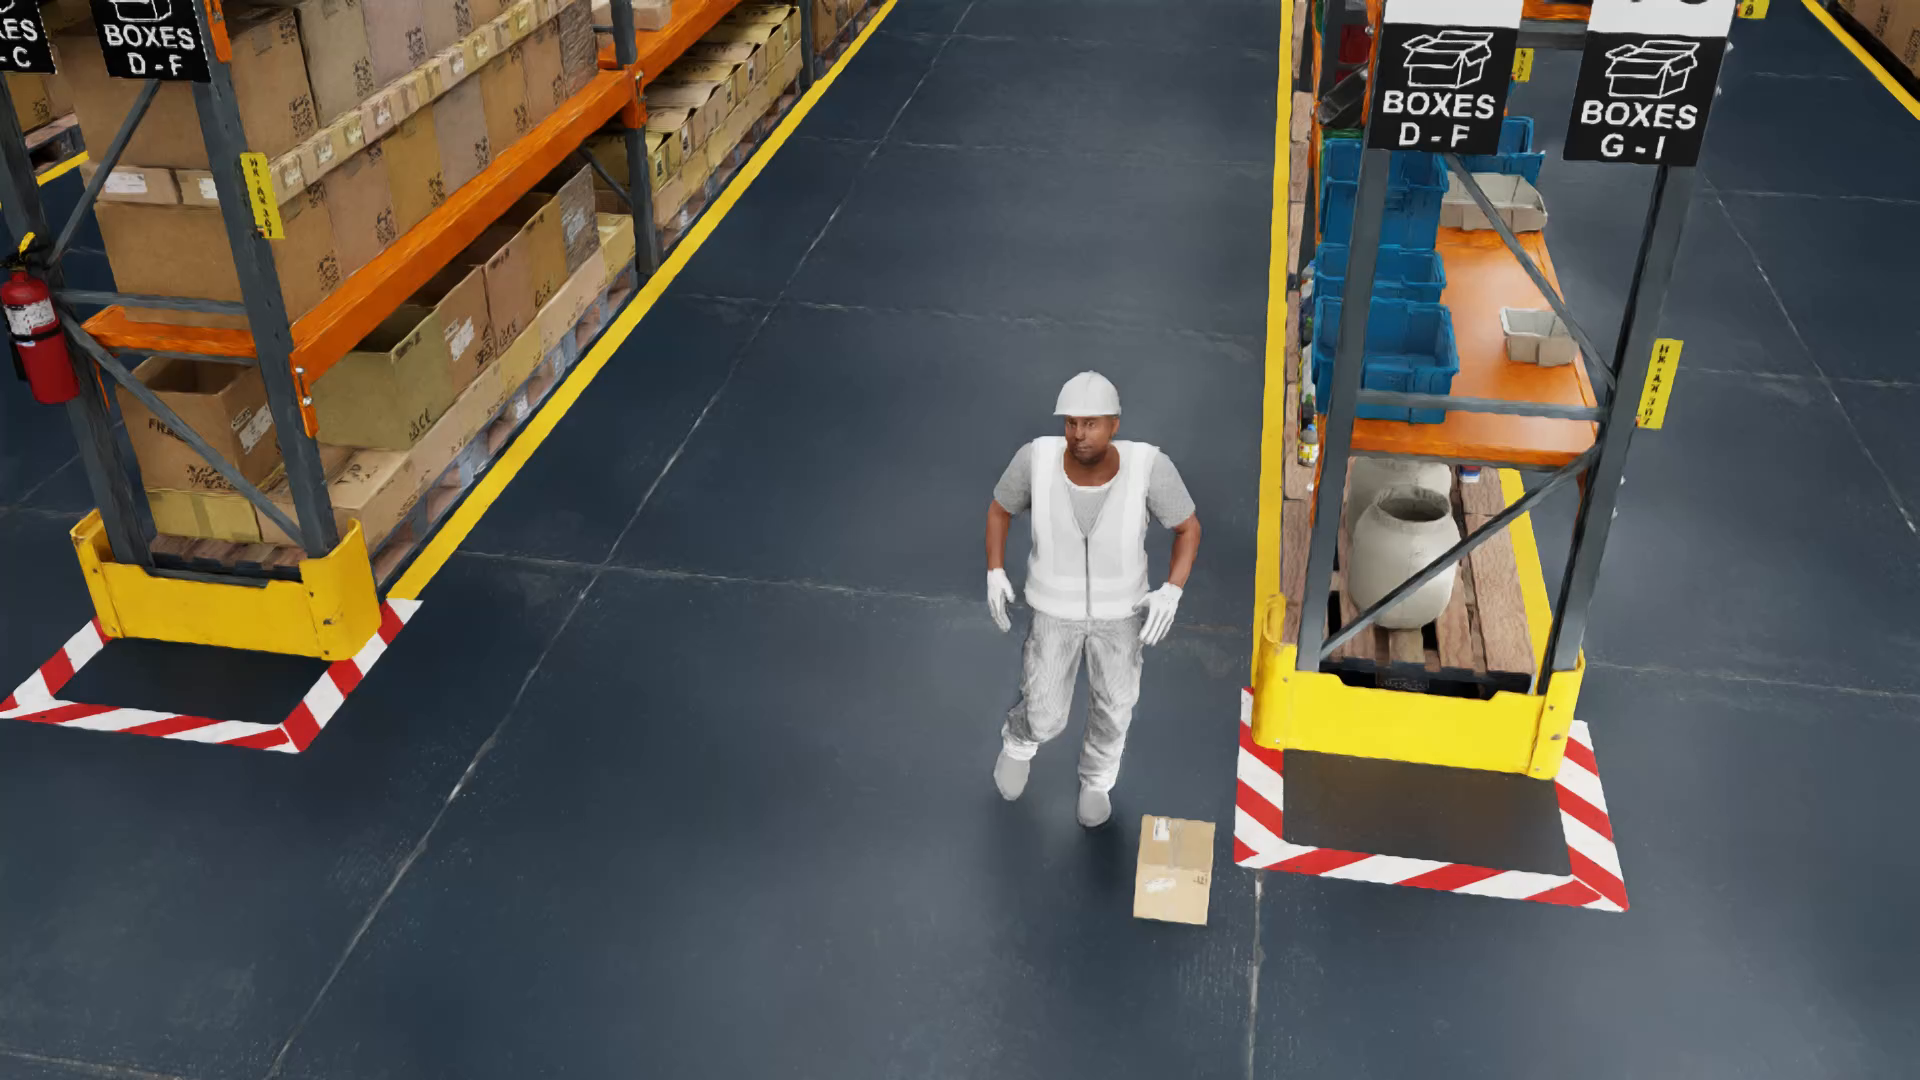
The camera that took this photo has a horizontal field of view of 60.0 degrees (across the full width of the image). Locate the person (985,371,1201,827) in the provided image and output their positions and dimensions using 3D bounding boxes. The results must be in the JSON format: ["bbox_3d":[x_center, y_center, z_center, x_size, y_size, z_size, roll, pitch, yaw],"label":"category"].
[{"bbox_3d":[0.456,0.241,5.767,0.734,1.750,0.515,0,32,-1],"label":"person"}]
